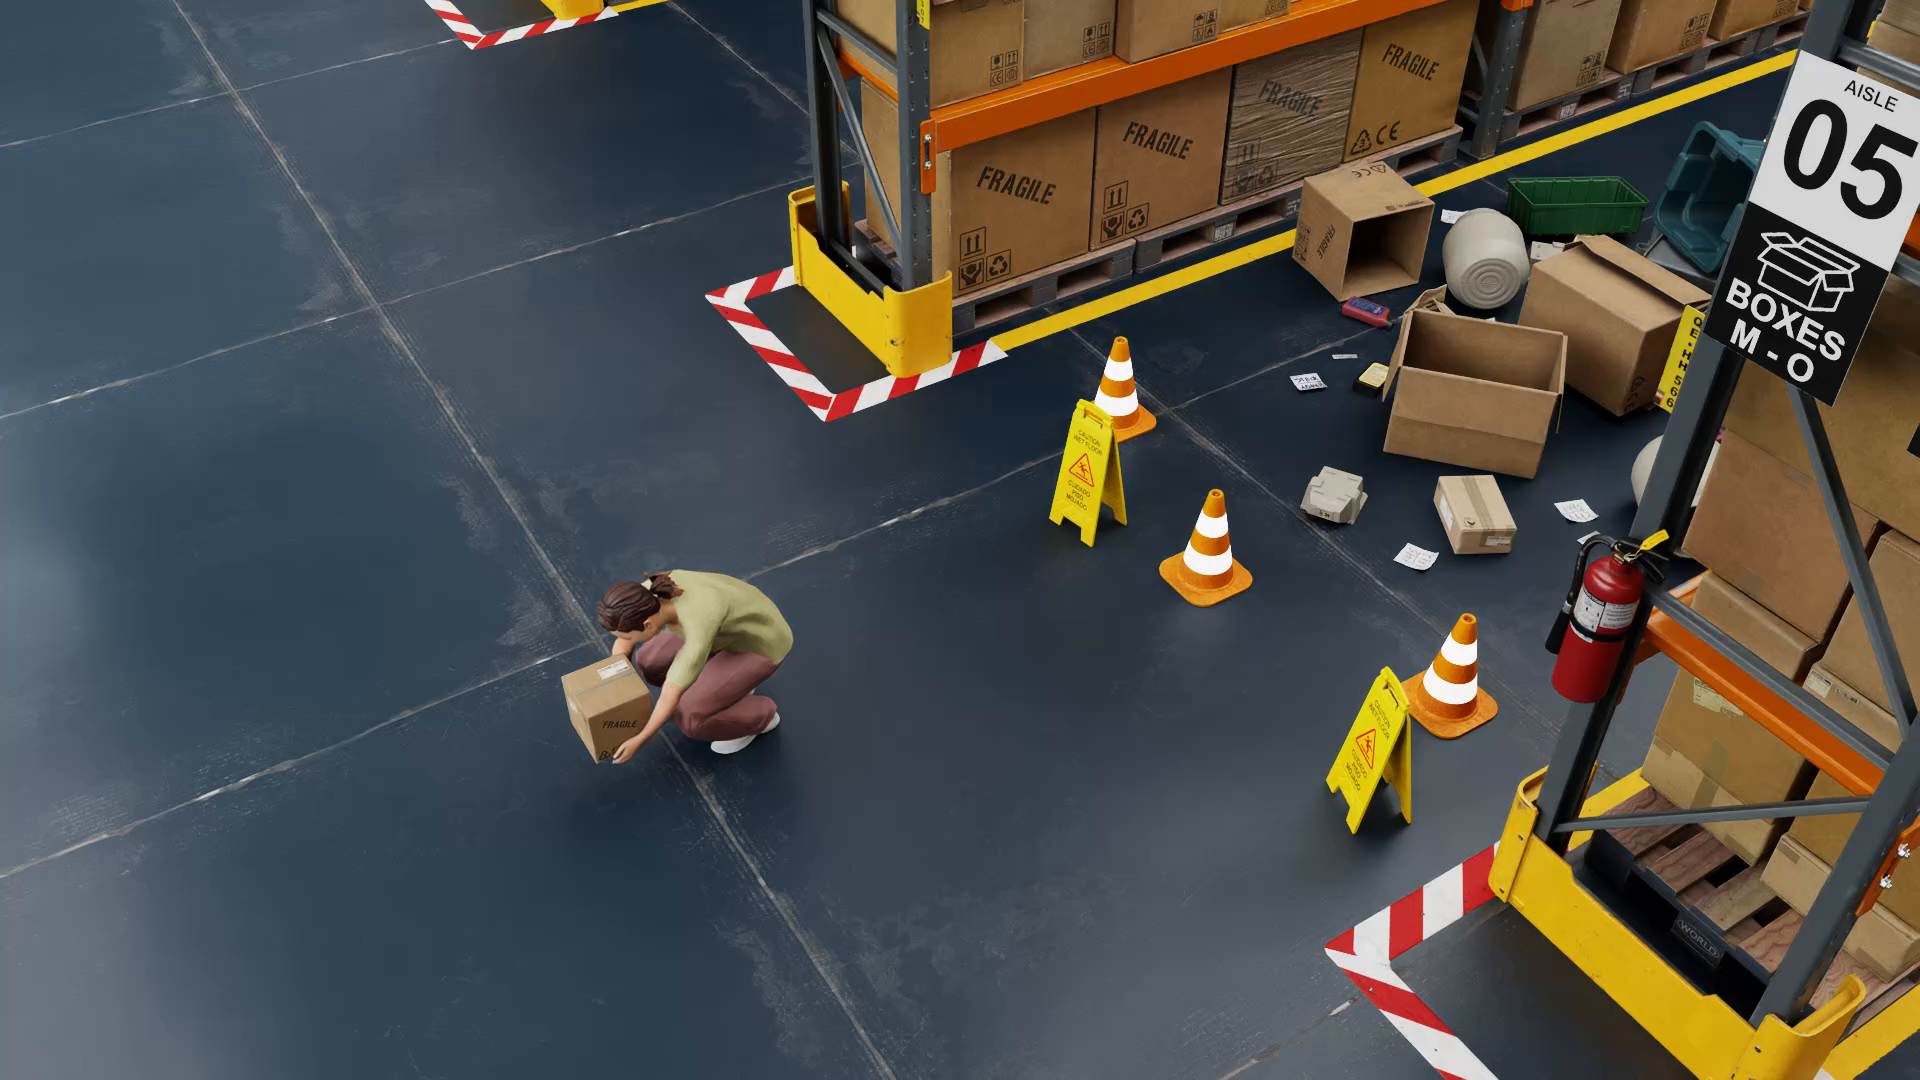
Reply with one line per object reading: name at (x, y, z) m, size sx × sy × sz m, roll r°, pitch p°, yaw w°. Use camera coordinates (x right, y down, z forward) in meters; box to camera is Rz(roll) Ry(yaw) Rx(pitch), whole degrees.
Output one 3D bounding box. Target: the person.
person at (-1.020, 0.415, 6.256) m, size 0.806 × 0.928 × 0.482 m, roll -23°, pitch 46°, yaw -24°
